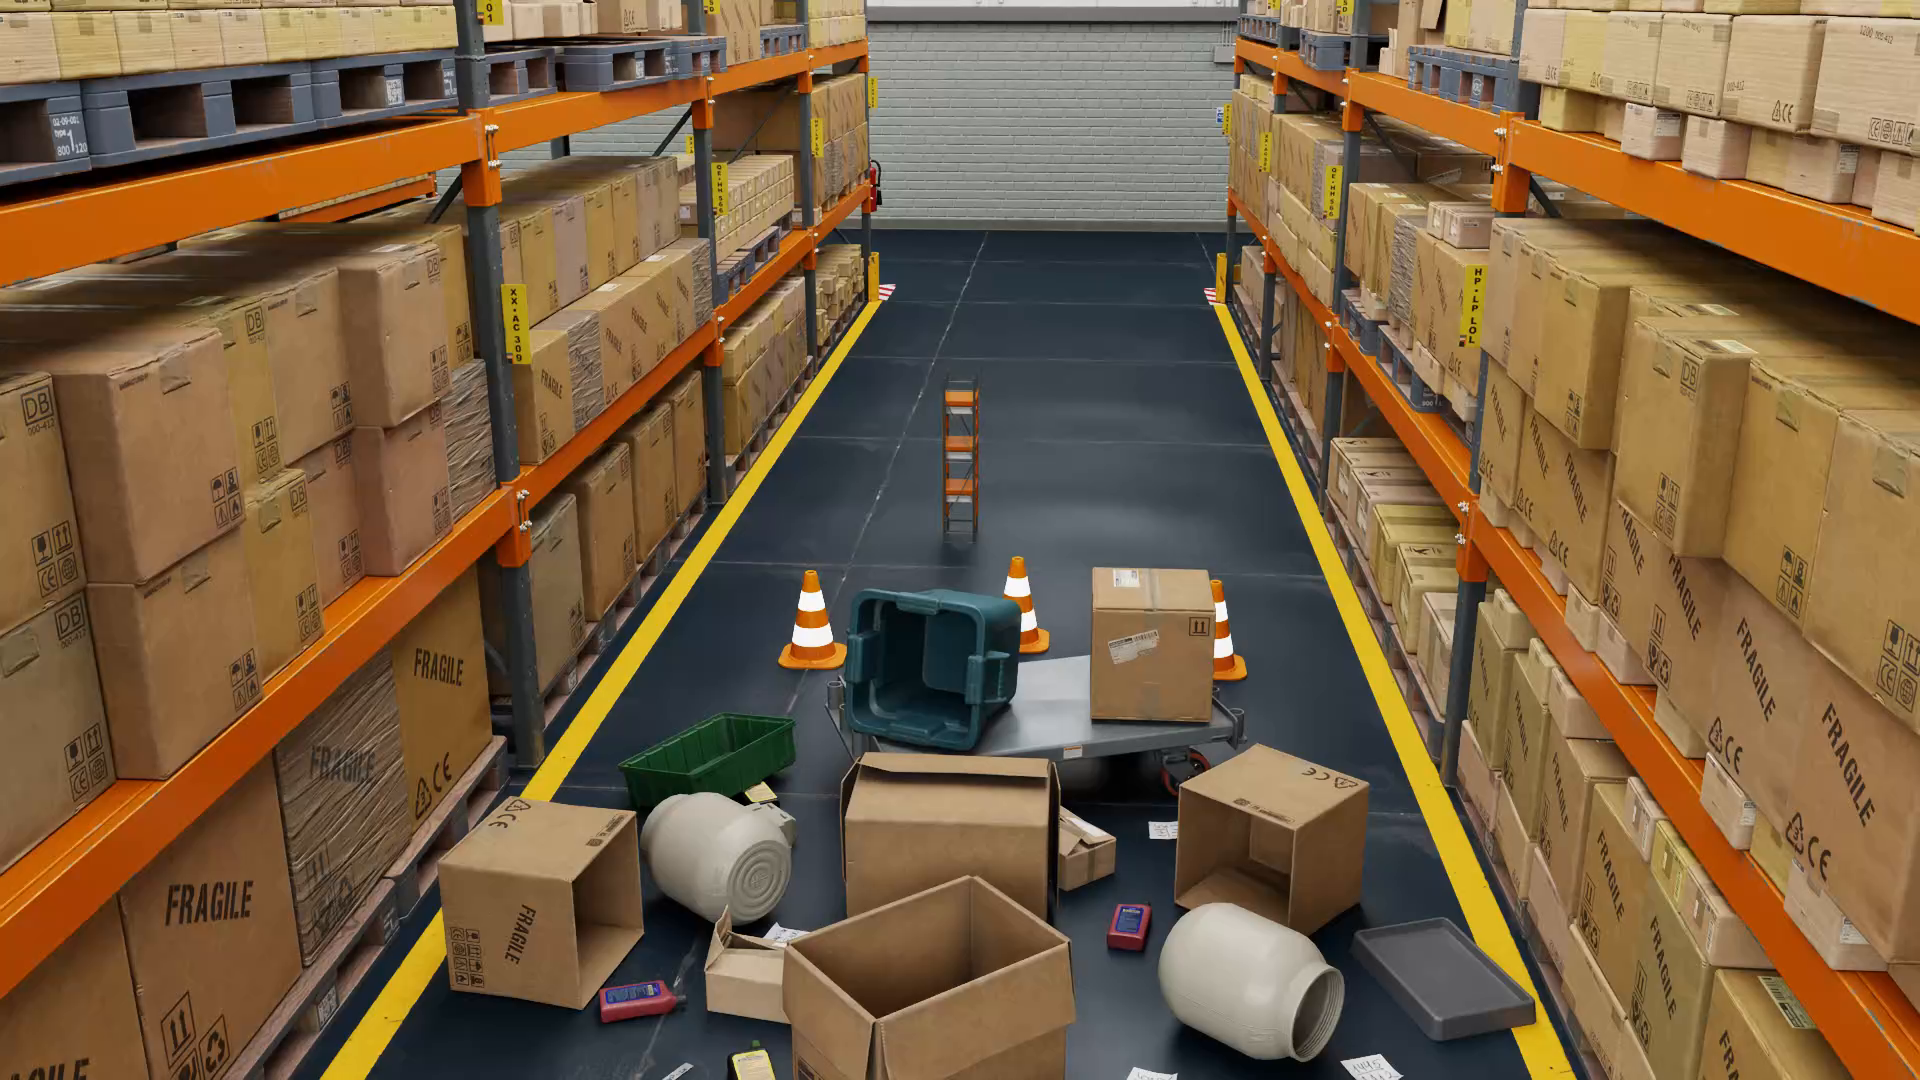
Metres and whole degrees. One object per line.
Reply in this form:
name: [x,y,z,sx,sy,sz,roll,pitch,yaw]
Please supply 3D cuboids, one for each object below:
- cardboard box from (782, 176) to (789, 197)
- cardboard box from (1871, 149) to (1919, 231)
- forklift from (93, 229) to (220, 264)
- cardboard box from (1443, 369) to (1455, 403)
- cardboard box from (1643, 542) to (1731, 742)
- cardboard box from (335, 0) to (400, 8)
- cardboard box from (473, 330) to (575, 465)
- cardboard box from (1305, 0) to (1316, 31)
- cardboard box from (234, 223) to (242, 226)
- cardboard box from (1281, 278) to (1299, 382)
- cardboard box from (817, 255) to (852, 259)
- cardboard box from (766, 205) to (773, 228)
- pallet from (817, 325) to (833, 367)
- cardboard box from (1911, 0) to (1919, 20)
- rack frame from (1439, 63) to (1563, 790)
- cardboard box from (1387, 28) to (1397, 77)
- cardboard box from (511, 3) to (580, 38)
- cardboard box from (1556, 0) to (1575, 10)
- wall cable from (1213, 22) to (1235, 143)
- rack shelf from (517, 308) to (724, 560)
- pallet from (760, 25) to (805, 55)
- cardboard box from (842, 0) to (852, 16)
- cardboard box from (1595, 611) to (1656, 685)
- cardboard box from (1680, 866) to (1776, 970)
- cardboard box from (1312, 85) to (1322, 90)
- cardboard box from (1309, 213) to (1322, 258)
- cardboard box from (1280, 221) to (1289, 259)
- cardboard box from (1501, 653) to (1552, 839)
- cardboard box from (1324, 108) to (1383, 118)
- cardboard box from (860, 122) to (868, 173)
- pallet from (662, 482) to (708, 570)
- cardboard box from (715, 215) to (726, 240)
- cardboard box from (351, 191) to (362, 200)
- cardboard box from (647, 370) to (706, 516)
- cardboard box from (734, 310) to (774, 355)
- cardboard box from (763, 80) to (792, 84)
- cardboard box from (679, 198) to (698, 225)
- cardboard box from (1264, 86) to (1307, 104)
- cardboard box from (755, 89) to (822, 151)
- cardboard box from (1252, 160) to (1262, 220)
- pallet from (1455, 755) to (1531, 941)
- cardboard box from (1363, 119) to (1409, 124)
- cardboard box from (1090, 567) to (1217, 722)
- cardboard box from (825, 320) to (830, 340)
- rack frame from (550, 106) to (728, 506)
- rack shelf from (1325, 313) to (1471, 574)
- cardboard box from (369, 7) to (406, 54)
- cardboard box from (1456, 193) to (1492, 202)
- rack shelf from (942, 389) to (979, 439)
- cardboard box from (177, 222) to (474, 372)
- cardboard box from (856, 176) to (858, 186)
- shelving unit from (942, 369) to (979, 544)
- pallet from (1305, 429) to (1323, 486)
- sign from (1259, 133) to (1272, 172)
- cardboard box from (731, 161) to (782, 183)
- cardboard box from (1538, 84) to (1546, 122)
cardboard box: [-1.634,-2.936,13.816,0.380,0.149,0.250,1,18,4]
cardboard box: [2.085,-0.701,3.331,0.380,0.149,0.250,2,18,6]
forklift: [-4.770,-1.134,9.177,1.130,2.935,3.031,1,18,4]
cardboard box: [2.385,-0.688,7.434,0.380,0.149,0.250,1,18,2]
cardboard box: [2.144,0.208,4.333,0.500,0.500,0.500,1,18,4]
cardboard box: [-2.174,-1.866,5.412,0.500,0.250,0.500,1,18,4]
cardboard box: [-2.052,-0.644,7.411,0.500,0.500,0.500,1,18,5]
cardboard box: [2.711,-3.829,11.639,0.500,0.500,0.500,1,18,4]
cardboard box: [-6.485,-2.962,14.485,0.500,0.500,0.500,1,18,4]
cardboard box: [3.196,-1.840,13.960,0.875,0.875,0.875,2,18,6]
cardboard box: [-1.332,-2.885,17.358,0.380,0.149,0.250,1,18,2]
cardboard box: [-1.686,-2.554,13.129,0.380,0.149,0.250,1,18,2]
pallet: [-1.771,-1.808,15.602,1.003,0.211,1.213,1,18,4]
cardboard box: [2.086,-1.073,3.187,0.380,0.149,0.250,1,18,3]
rack frame: [2.587,-0.360,6.705,1.000,3.000,0.127,1,18,4]
cardboard box: [2.663,-2.791,9.521,0.396,0.266,0.258,1,18,4]
cardboard box: [-1.998,-2.422,7.748,0.380,0.149,0.250,1,18,4]
cardboard box: [2.249,-1.873,5.628,0.380,0.149,0.250,2,18,6]
wall cable: [3.828,-6.337,23.262,0.585,1.953,0.123,1,18,4]
rack shelf: [-2.214,-0.719,8.954,1.077,0.370,4.000,1,18,4]
pallet: [-1.935,-4.071,13.513,1.213,0.211,1.003,1,18,4]
cardboard box: [-1.352,-5.291,16.375,0.500,0.250,0.500,2,18,5]
cardboard box: [2.153,0.326,5.015,0.380,0.149,0.250,1,18,4]
cardboard box: [2.057,0.954,4.188,0.380,0.149,0.250,2,18,6]
cardboard box: [3.483,-4.166,15.511,0.380,0.149,0.250,1,18,4]
cardboard box: [2.688,-2.084,11.405,0.500,0.250,0.500,1,18,2]
cardboard box: [2.777,-2.323,12.937,0.500,0.250,0.500,1,18,3]
cardboard box: [2.248,0.734,5.902,0.500,0.500,0.500,2,18,6]
cardboard box: [3.436,-3.510,14.551,0.500,0.500,0.500,1,18,4]
cardboard box: [-1.273,-4.210,17.815,0.500,0.500,0.500,2,18,5]
pallet: [-2.203,-0.113,10.430,1.003,0.211,1.213,1,18,4]
cardboard box: [-1.819,-2.133,11.367,0.380,0.149,0.250,2,18,7]
cardboard box: [-6.261,-3.515,16.737,0.380,0.149,0.250,1,18,2]
cardboard box: [-2.204,-0.625,10.452,1.050,0.750,0.750,1,18,3]
cardboard box: [-1.696,-1.569,12.531,0.500,0.250,0.500,1,18,4]
cardboard box: [-1.917,-4.221,16.242,0.500,0.500,0.500,1,18,2]
cardboard box: [-1.844,-2.185,11.048,0.380,0.149,0.250,1,18,4]
cardboard box: [3.002,-4.093,15.288,0.380,0.149,0.250,1,18,3]
cardboard box: [-1.509,-3.723,14.723,0.500,0.500,0.500,2,18,5]
cardboard box: [2.970,-3.202,15.217,0.500,0.500,0.500,1,18,3]
pallet: [2.574,1.174,6.500,1.003,0.211,1.213,1,18,4]
cardboard box: [3.349,-3.062,13.185,0.500,0.500,0.500,2,18,5]
cardboard box: [0.809,0.437,7.069,0.500,0.500,0.500,1,18,4]
cardboard box: [-1.419,-1.957,15.483,0.380,0.149,0.250,2,18,6]
rack frame: [-2.071,-1.682,10.738,1.000,3.000,0.127,1,18,4]
rack shelf: [2.730,-0.639,8.713,1.077,0.370,4.000,1,18,4]
cardboard box: [-2.100,-1.714,5.587,0.380,0.149,0.250,2,18,5]
cardboard box: [3.092,-1.683,9.429,0.500,0.500,0.500,1,18,3]
rack shelf: [0.004,-0.775,10.225,0.215,0.259,0.240,1,18,4]
cardboard box: [-2.419,-0.910,6.408,0.875,0.550,0.550,1,18,4]
cardboard box: [-1.294,-3.863,17.798,0.380,0.149,0.250,1,18,4]
shelving unit: [0.004,-0.516,10.310,0.215,1.050,0.252,1,18,4]
pallet: [3.005,-0.521,11.673,1.003,0.211,1.213,1,18,4]
sign: [2.607,-3.306,14.177,0.100,0.325,0.005,1,18,4]
cardboard box: [-1.657,-2.994,13.517,0.380,0.149,0.250,1,18,2]
cardboard box: [2.317,-1.574,5.995,0.380,0.149,0.250,1,18,3]
